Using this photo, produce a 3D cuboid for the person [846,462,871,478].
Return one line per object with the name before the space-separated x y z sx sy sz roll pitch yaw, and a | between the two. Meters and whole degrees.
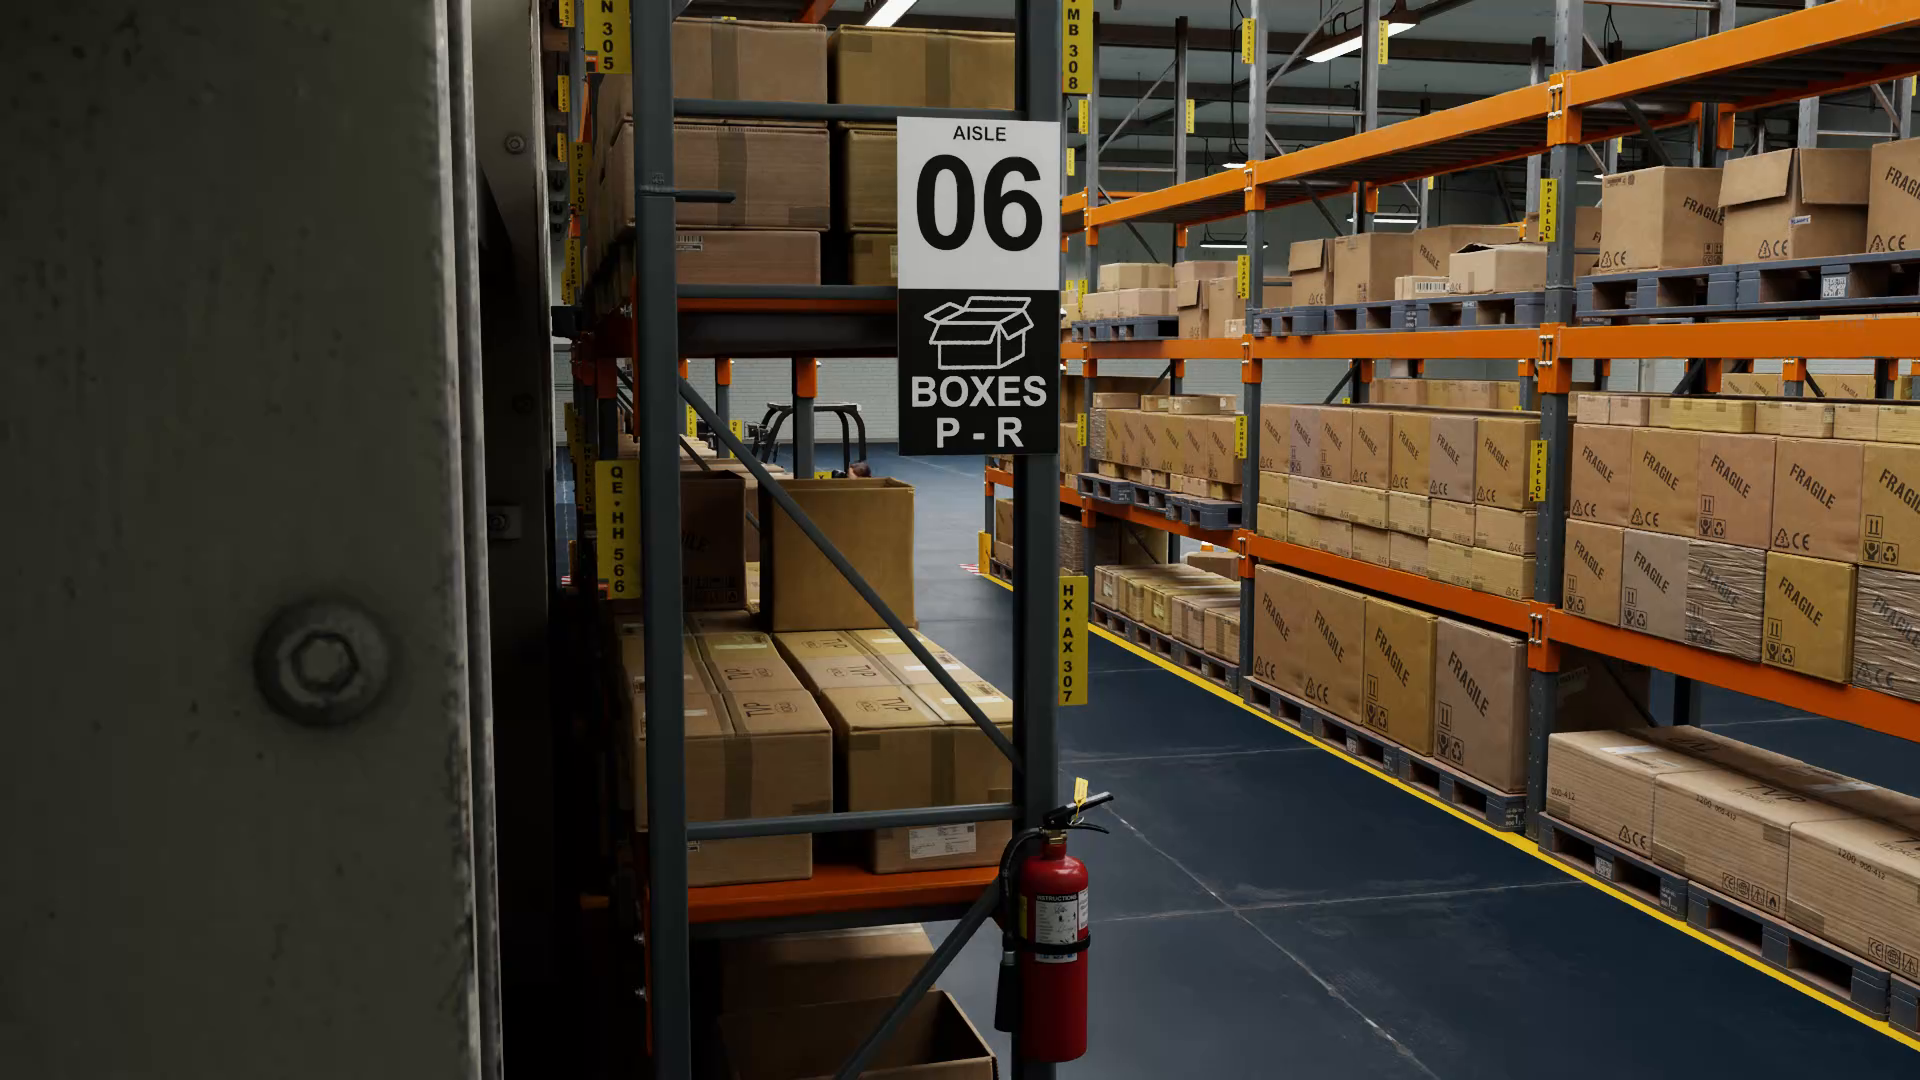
person | -0.862 0.093 15.748 0.497 1.668 0.449 -2 7 -22
